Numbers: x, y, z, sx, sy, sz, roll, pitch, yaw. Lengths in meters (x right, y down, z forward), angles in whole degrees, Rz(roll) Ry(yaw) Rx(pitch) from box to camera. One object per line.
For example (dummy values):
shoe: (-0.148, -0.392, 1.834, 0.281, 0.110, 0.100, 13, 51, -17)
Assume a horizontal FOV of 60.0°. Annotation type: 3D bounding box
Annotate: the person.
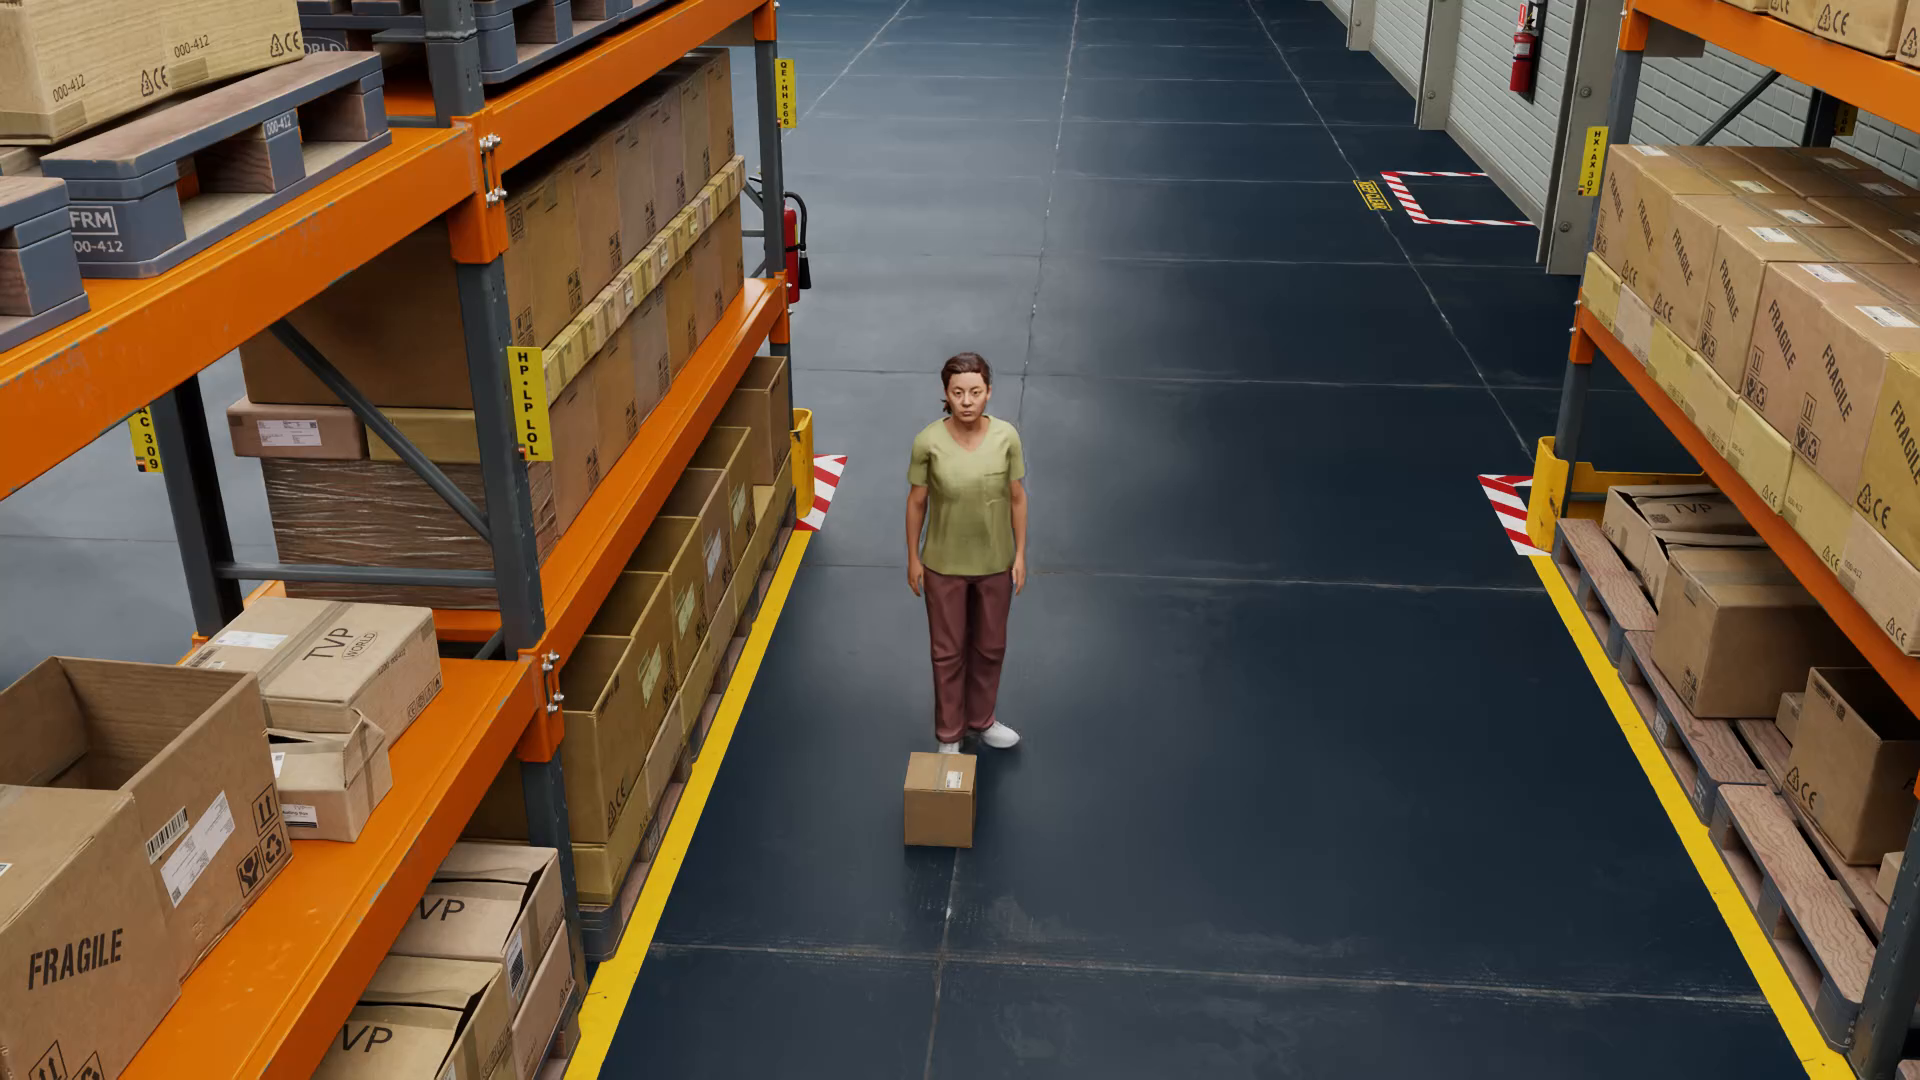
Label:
person: (0.032, 0.091, 6.363, 0.465, 1.670, 0.395, -4, 25, -8)
